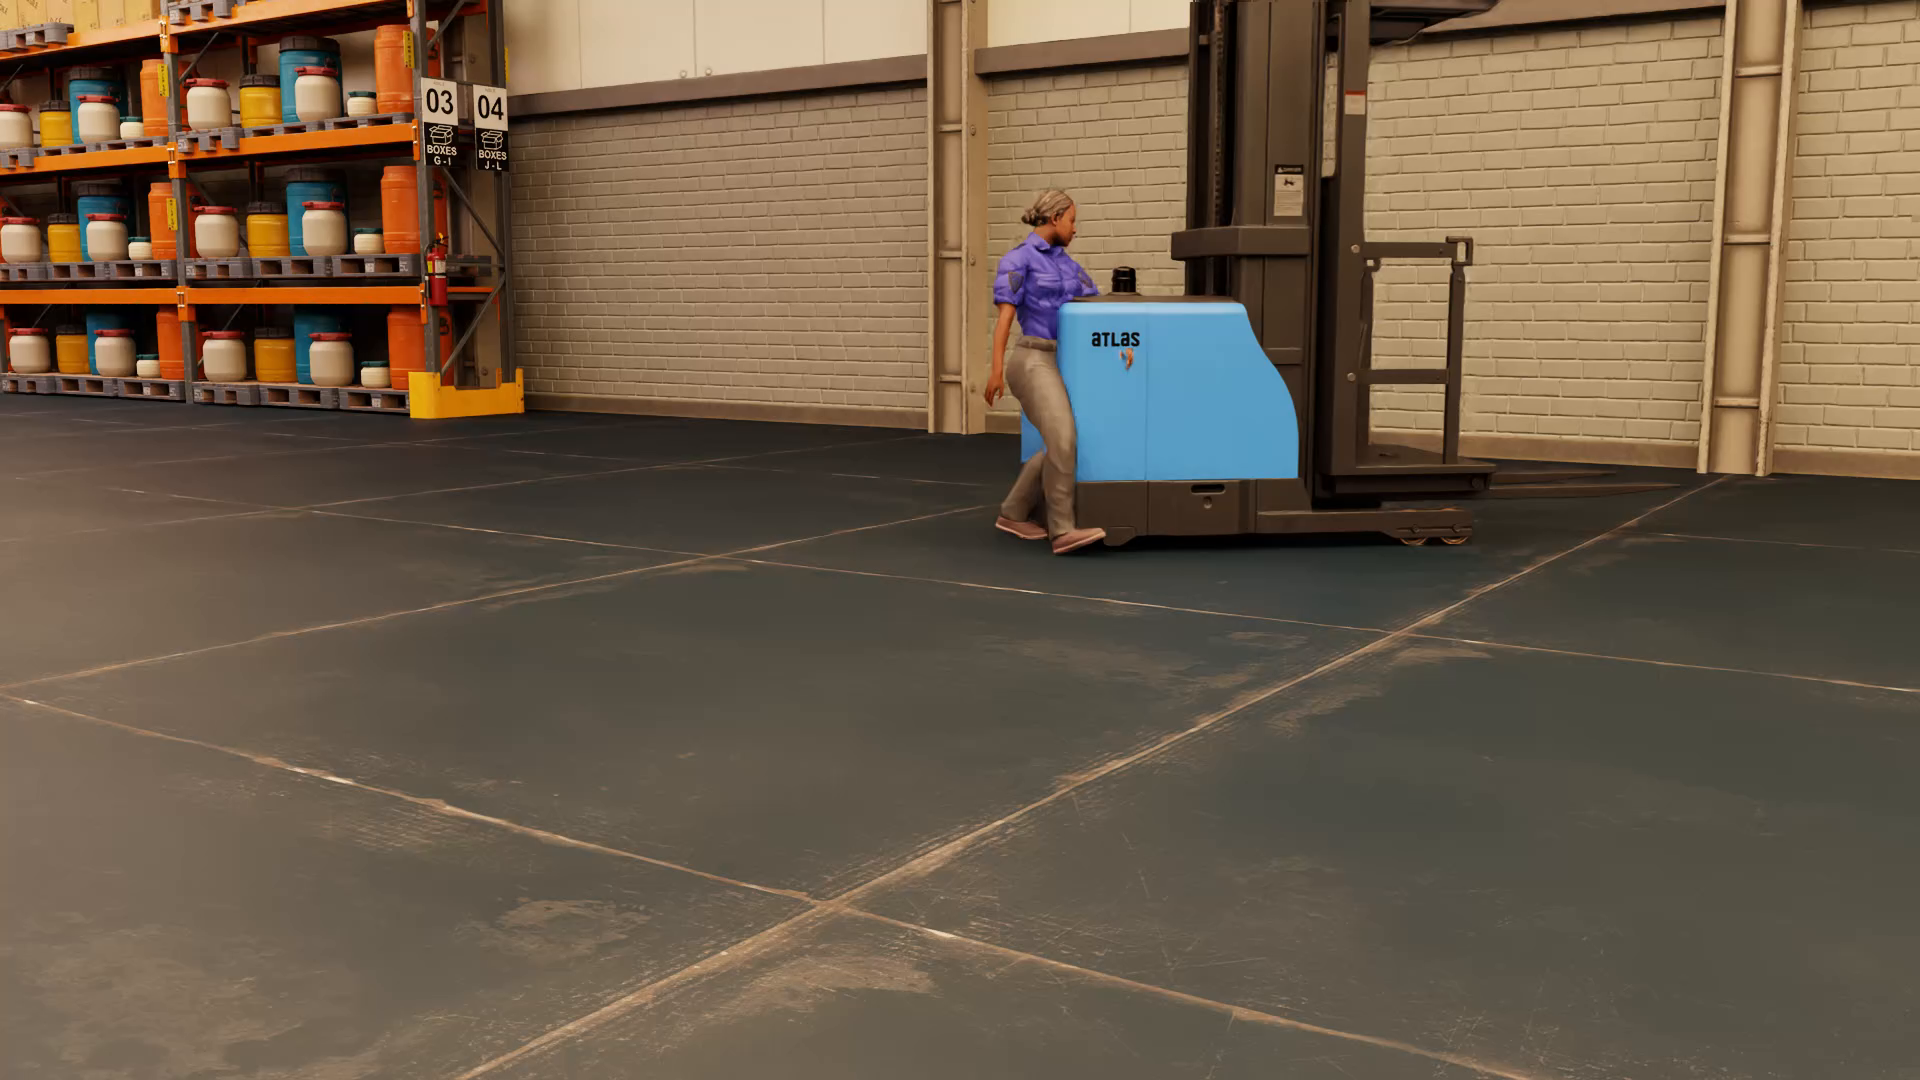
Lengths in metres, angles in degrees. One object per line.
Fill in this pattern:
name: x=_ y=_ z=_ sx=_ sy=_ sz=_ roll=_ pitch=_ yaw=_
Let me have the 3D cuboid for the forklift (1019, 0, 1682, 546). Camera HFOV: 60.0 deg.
forklift: x=1.849 y=-1.497 z=7.719 sx=3.031 sy=2.935 sz=1.130 roll=-1 pitch=8 yaw=-9

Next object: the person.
person: x=0.374 y=-0.738 z=7.263 sx=0.814 sy=1.577 sz=0.615 roll=6 pitch=10 yaw=36
